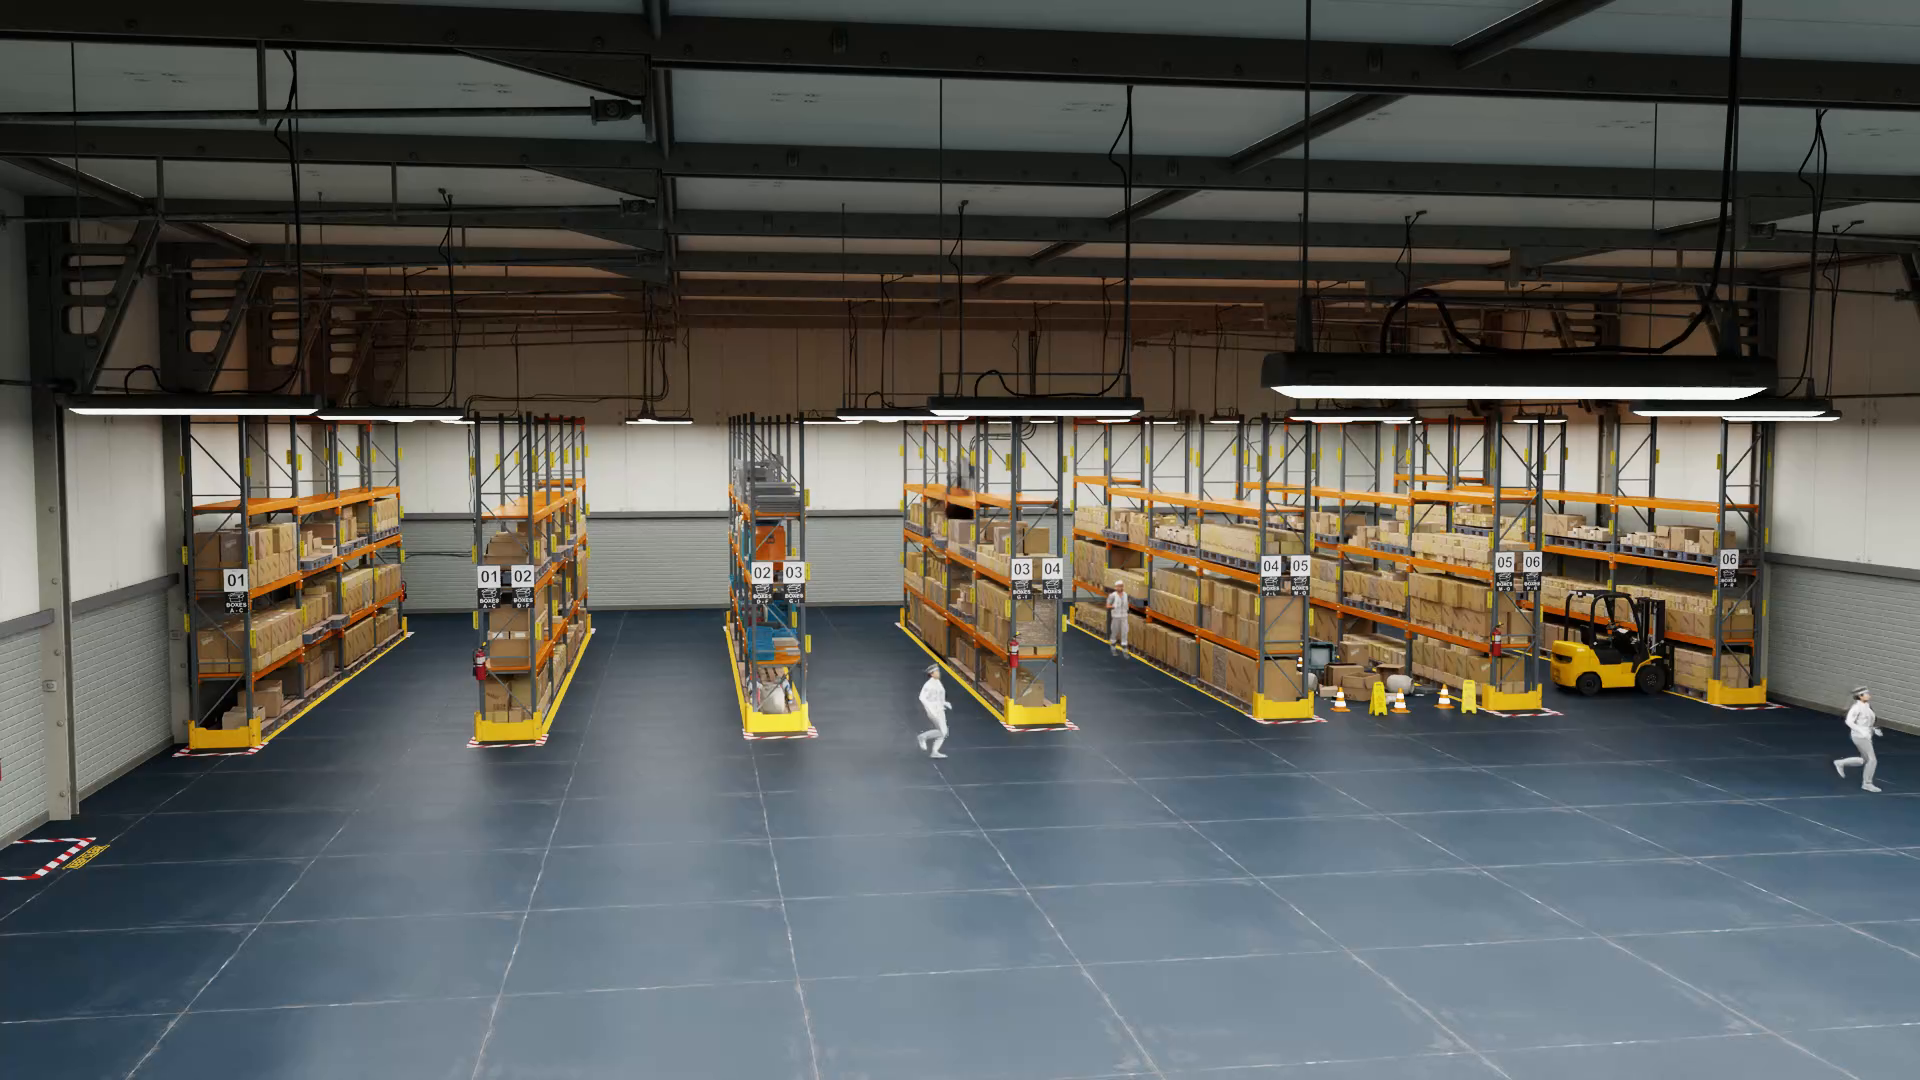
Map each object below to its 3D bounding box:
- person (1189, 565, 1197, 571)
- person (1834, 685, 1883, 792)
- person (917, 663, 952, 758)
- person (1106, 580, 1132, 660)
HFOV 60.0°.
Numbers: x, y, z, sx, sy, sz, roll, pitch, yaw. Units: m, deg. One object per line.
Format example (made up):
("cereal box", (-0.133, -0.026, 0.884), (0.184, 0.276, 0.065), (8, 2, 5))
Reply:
("person", (7.012, 1.409, 50.545), (0.780, 1.806, 0.682), (0, 4, -2))
("person", (14.200, 3.121, 26.265), (0.687, 1.672, 0.618), (3, 5, 40))
("person", (-0.437, 2.949, 28.777), (0.544, 1.646, 0.631), (2, 4, 22))
("person", (3.742, 1.857, 38.981), (0.644, 1.826, 0.851), (-1, 4, -13))
